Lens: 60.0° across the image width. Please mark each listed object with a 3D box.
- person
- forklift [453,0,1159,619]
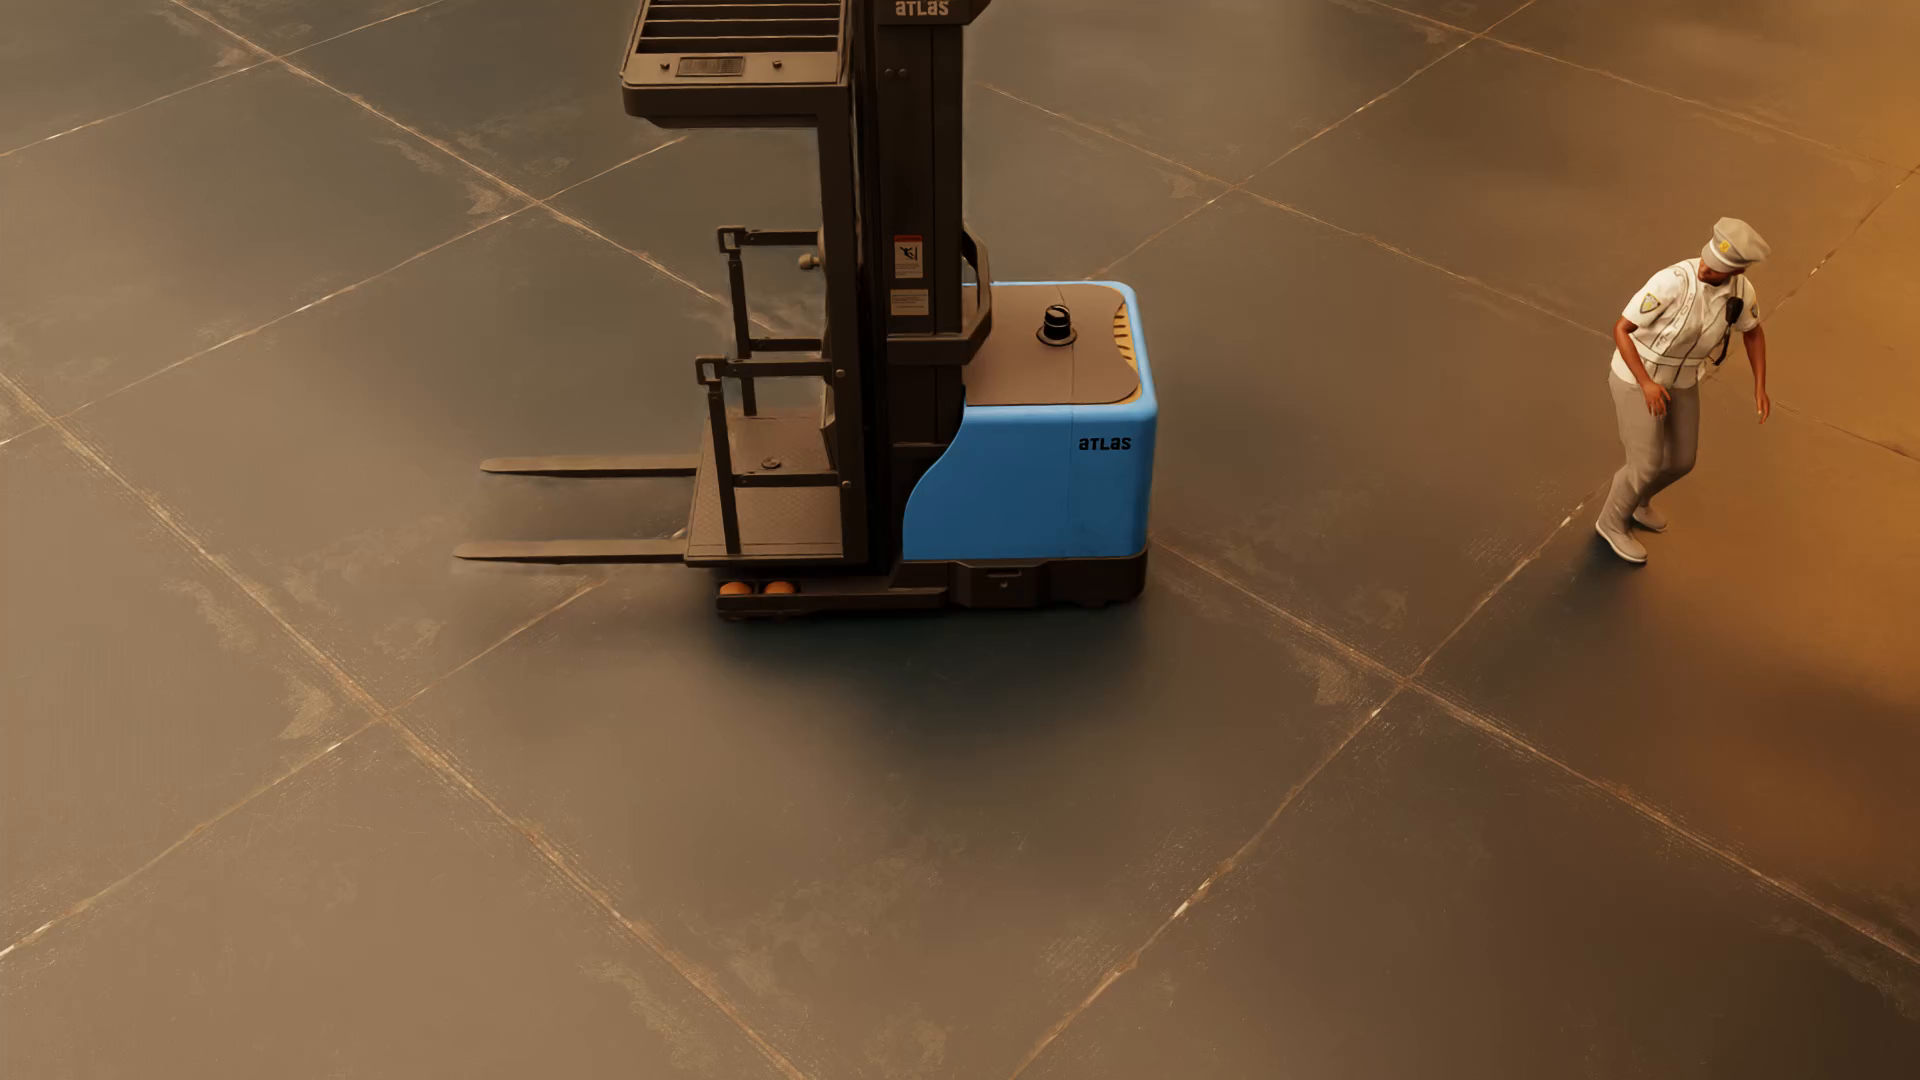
[{"bbox_3d":[3.120,-0.656,7.225,0.685,1.625,0.516,-11,42,-12],"label":"person"},{"bbox_3d":[-0.708,-1.116,6.729,3.031,2.935,1.130,-1,41,-1],"label":"forklift"}]
